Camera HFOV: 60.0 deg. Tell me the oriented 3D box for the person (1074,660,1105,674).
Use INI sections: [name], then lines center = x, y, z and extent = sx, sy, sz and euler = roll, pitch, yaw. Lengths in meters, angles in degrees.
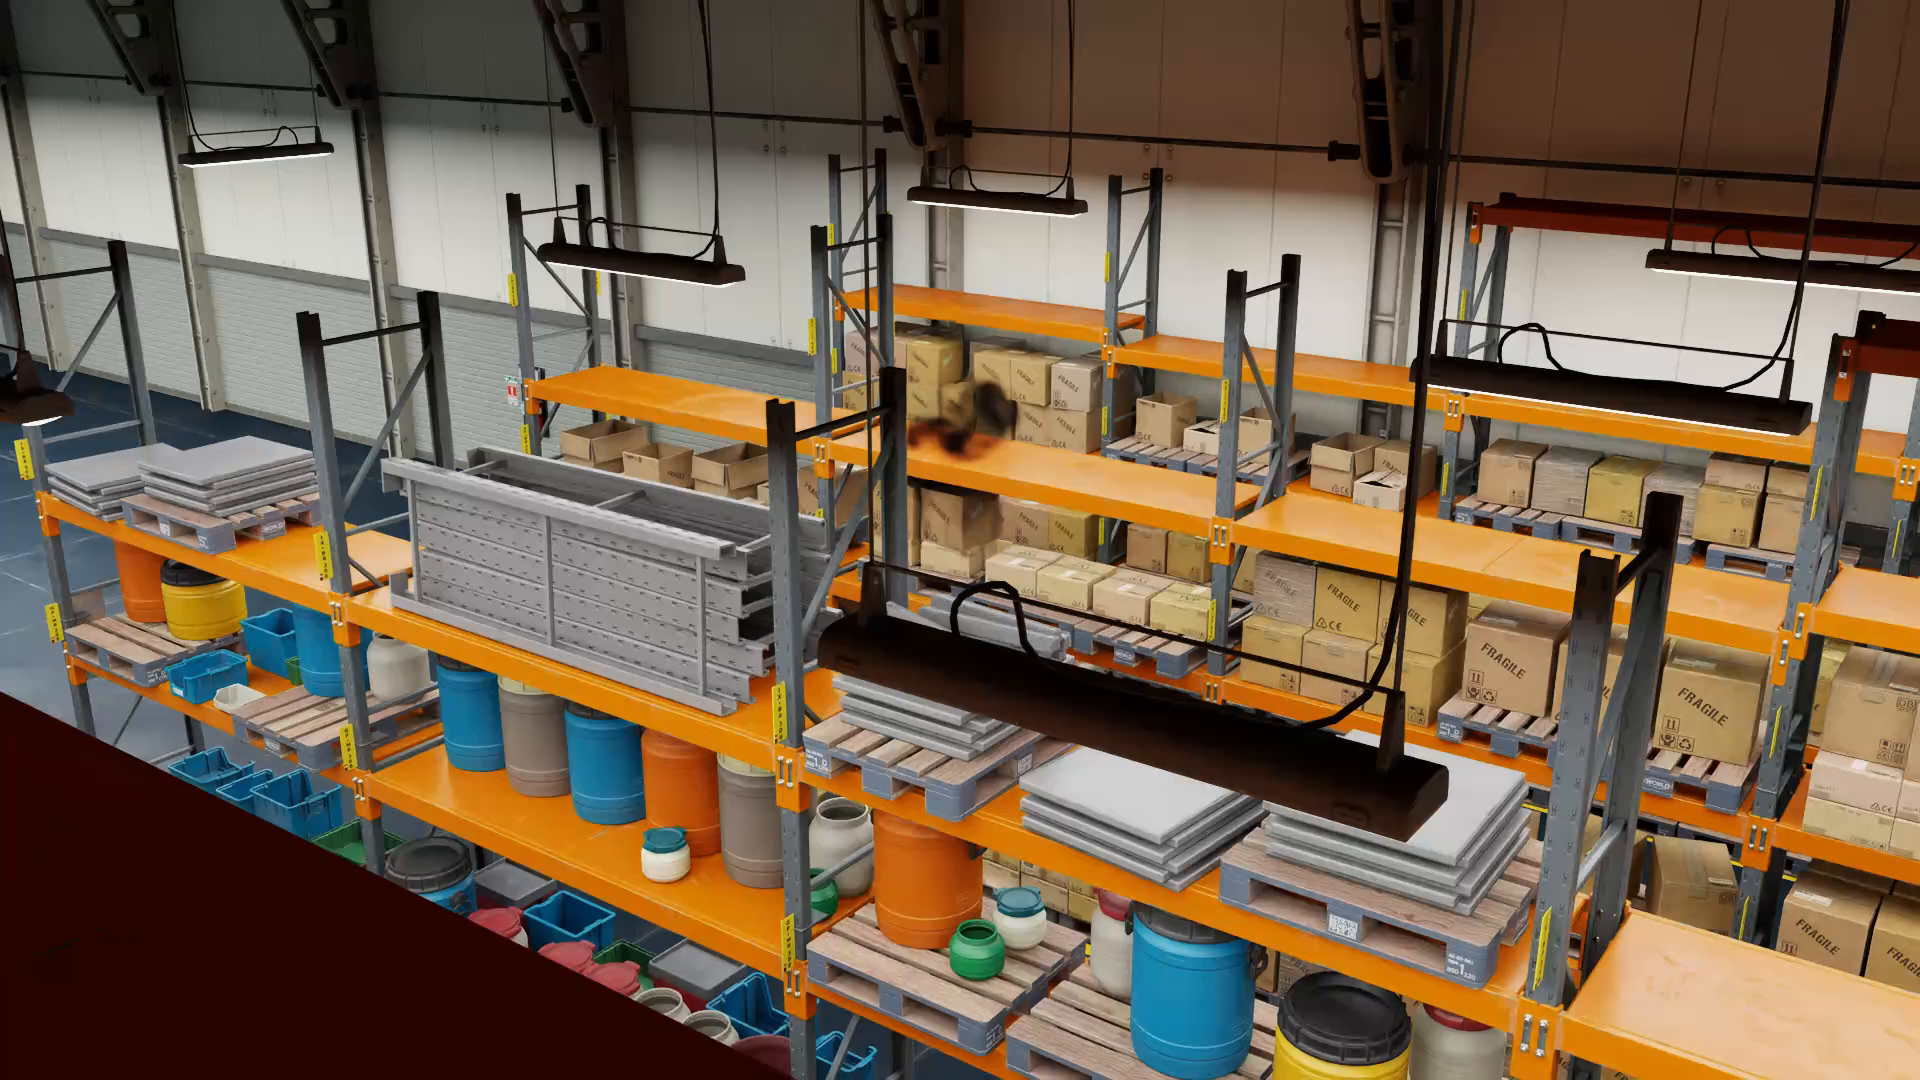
[person]
center = 1.384, 1.480, 17.431
extent = 0.707, 1.549, 0.547
euler = 7, 20, 21
